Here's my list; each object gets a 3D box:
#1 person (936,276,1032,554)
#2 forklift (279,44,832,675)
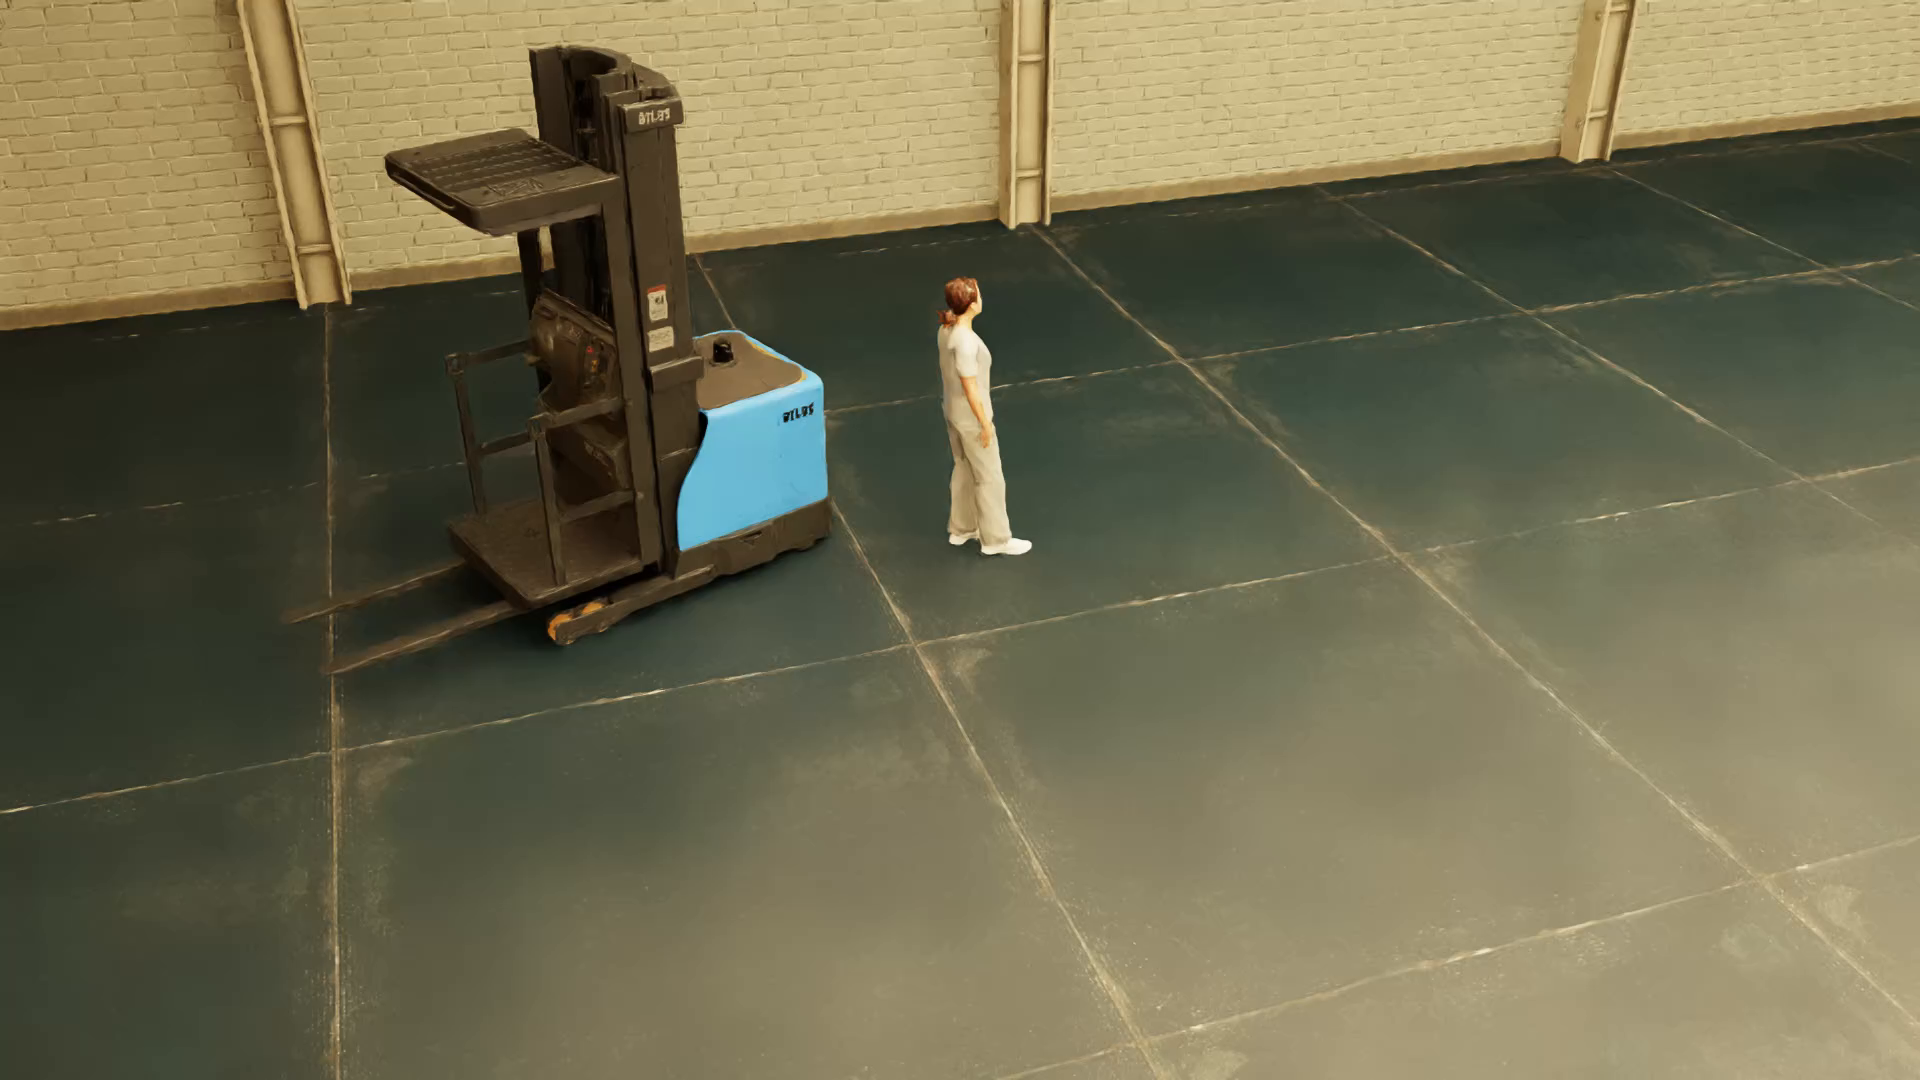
[{"bbox_3d":[0.111,-0.734,9.625,0.520,1.673,0.550,-10,31,-17],"label":"person"},{"bbox_3d":[-2.237,-0.998,8.822,3.031,2.935,1.130,-22,36,-33],"label":"forklift"}]
